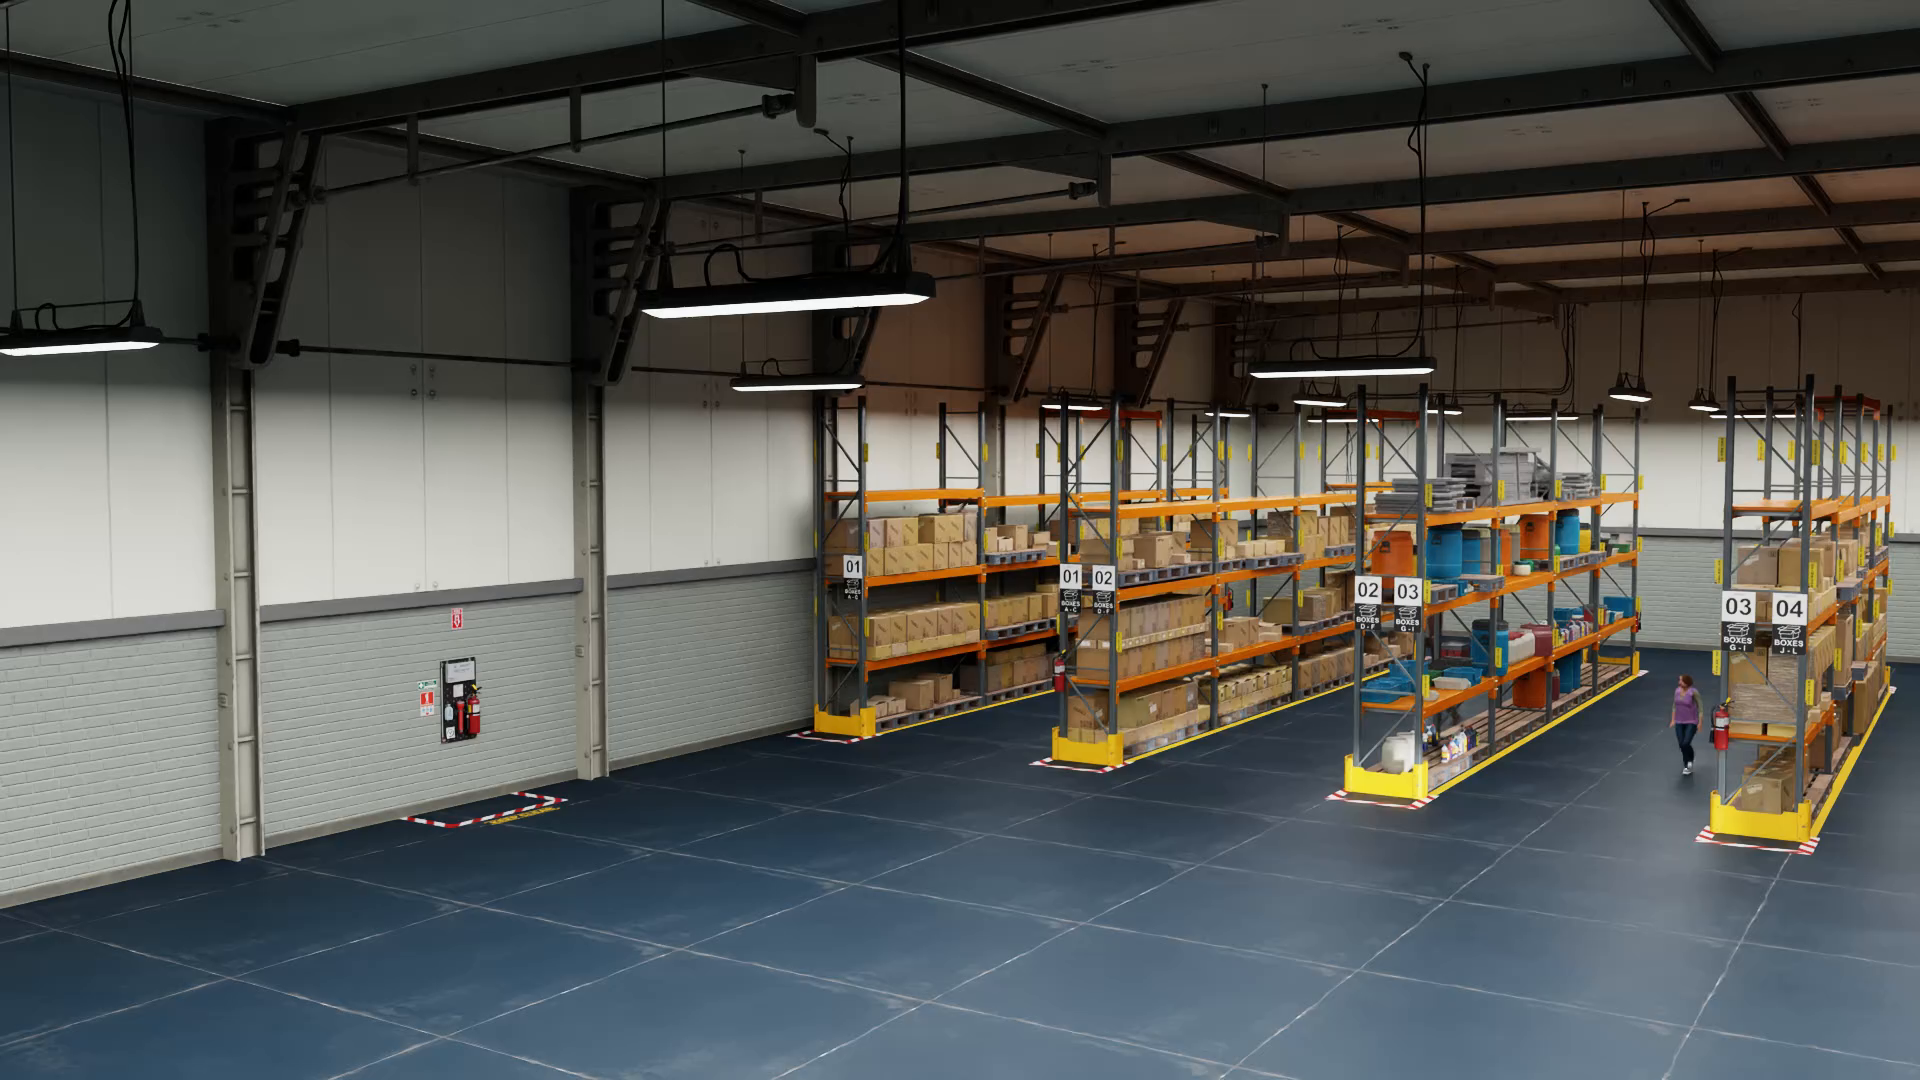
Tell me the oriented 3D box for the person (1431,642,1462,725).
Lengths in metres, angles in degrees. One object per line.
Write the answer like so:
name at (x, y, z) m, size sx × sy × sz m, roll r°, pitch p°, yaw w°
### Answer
person at (8.686, 2.614, 29.840) m, size 1.026 × 1.598 × 0.492 m, roll -2°, pitch 3°, yaw -28°

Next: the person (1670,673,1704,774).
person at (11.312, 2.862, 25.868) m, size 0.451 × 1.584 × 0.487 m, roll -3°, pitch 4°, yaw -40°

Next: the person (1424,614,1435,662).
person at (10.517, 2.149, 37.399) m, size 0.621 × 1.718 × 1.103 m, roll 2°, pitch 4°, yaw 33°
